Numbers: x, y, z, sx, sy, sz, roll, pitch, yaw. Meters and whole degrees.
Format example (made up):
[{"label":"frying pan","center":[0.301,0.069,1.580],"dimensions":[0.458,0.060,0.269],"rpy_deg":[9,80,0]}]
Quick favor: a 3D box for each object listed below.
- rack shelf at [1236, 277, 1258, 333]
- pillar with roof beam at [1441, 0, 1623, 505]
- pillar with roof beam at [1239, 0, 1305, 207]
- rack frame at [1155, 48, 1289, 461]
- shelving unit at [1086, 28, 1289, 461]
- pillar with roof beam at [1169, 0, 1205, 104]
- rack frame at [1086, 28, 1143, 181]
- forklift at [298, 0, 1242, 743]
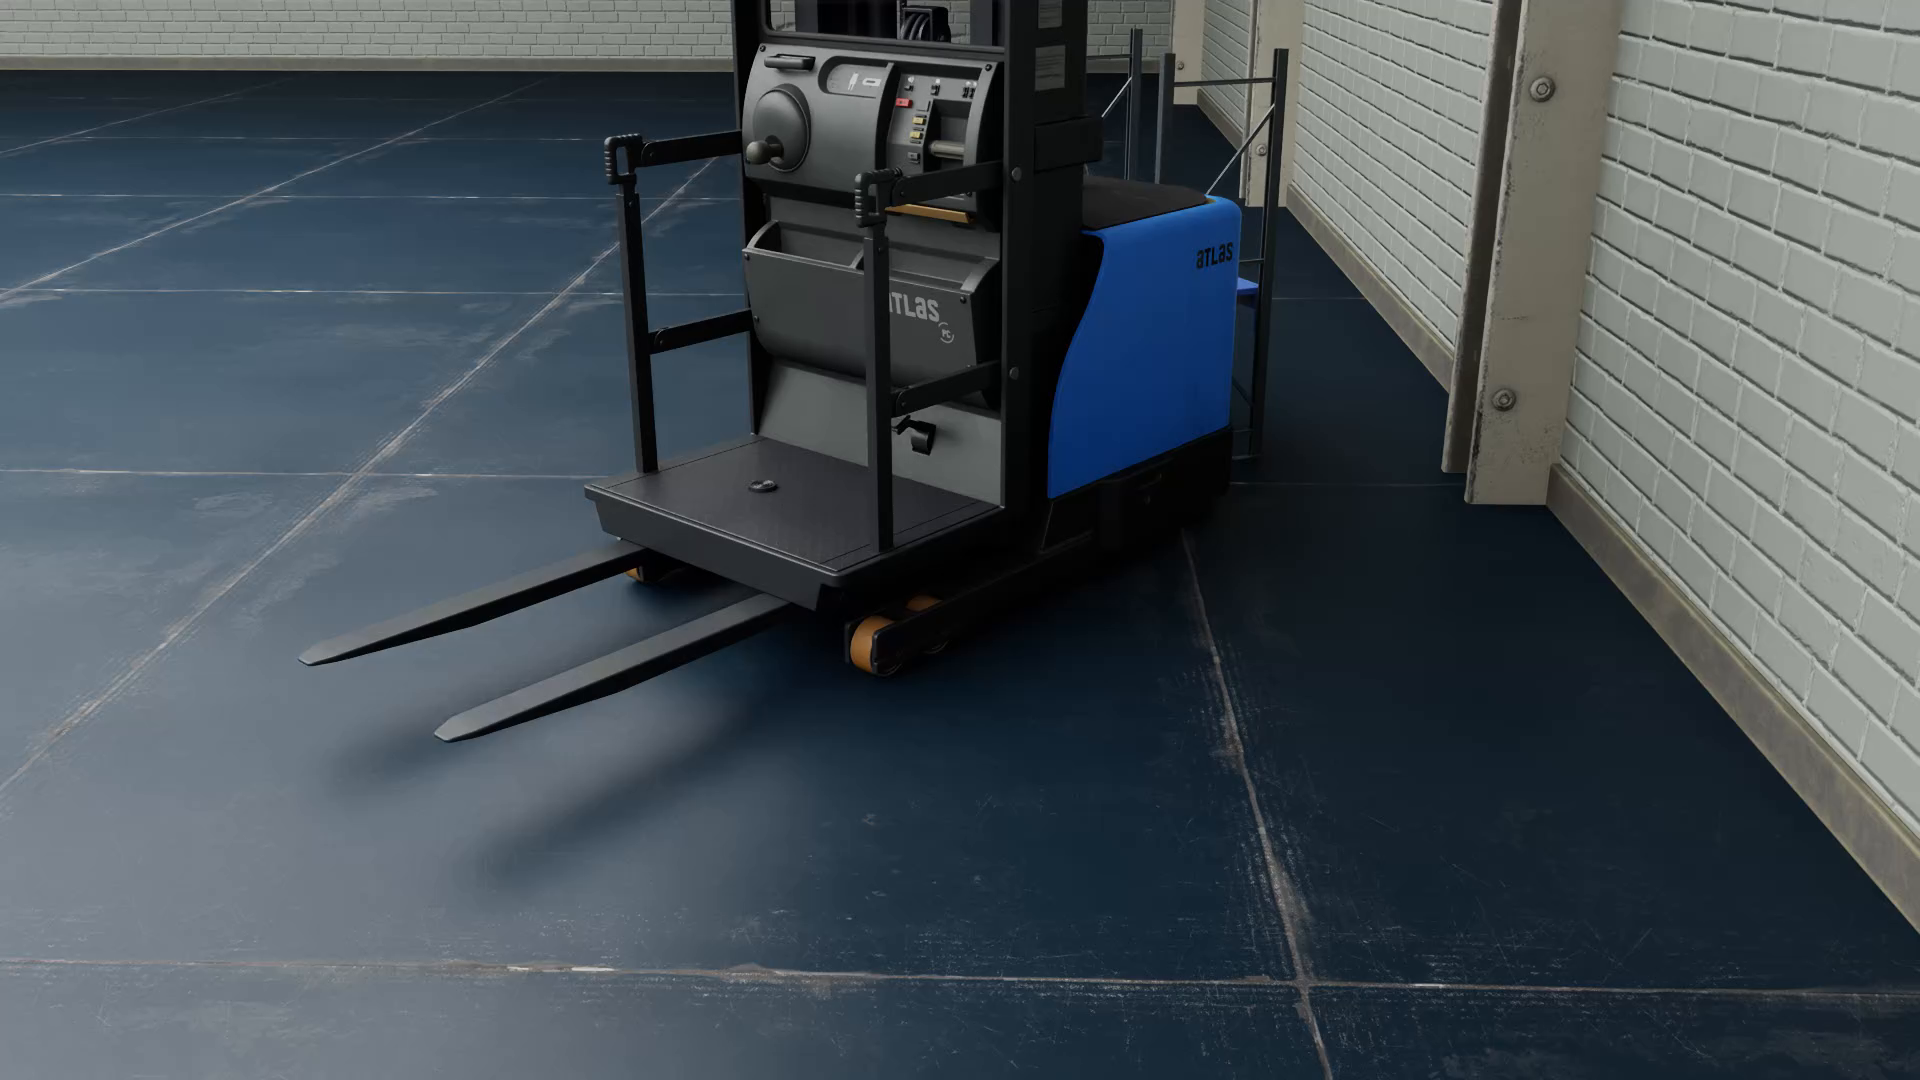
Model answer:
[{"label":"rack shelf","center":[0.706,-0.983,6.485],"dimensions":[0.538,0.185,1.000],"rpy_deg":[-9,23,-22]},{"label":"pillar with roof beam","center":[-2.354,-4.440,4.532],"dimensions":[9.100,9.000,0.400],"rpy_deg":[1,21,2]},{"label":"pillar with roof beam","center":[-2.171,-6.610,10.123],"dimensions":[9.100,9.000,0.400],"rpy_deg":[1,21,2]},{"label":"rack frame","center":[0.913,-0.982,5.987],"dimensions":[0.500,1.500,0.032],"rpy_deg":[-9,23,-22]},{"label":"shelving unit","center":[0.706,-1.150,6.420],"dimensions":[0.538,1.500,1.048],"rpy_deg":[-9,23,-22]},{"label":"pillar with roof beam","center":[-1.989,-8.779,15.714],"dimensions":[9.100,9.000,0.400],"rpy_deg":[1,21,2]},{"label":"rack frame","center":[0.499,-1.318,6.853],"dimensions":[0.500,1.500,0.032],"rpy_deg":[-9,23,-22]},{"label":"forklift","center":[-0.410,-1.197,4.562],"dimensions":[1.130,2.935,3.031],"rpy_deg":[18,27,38]}]
